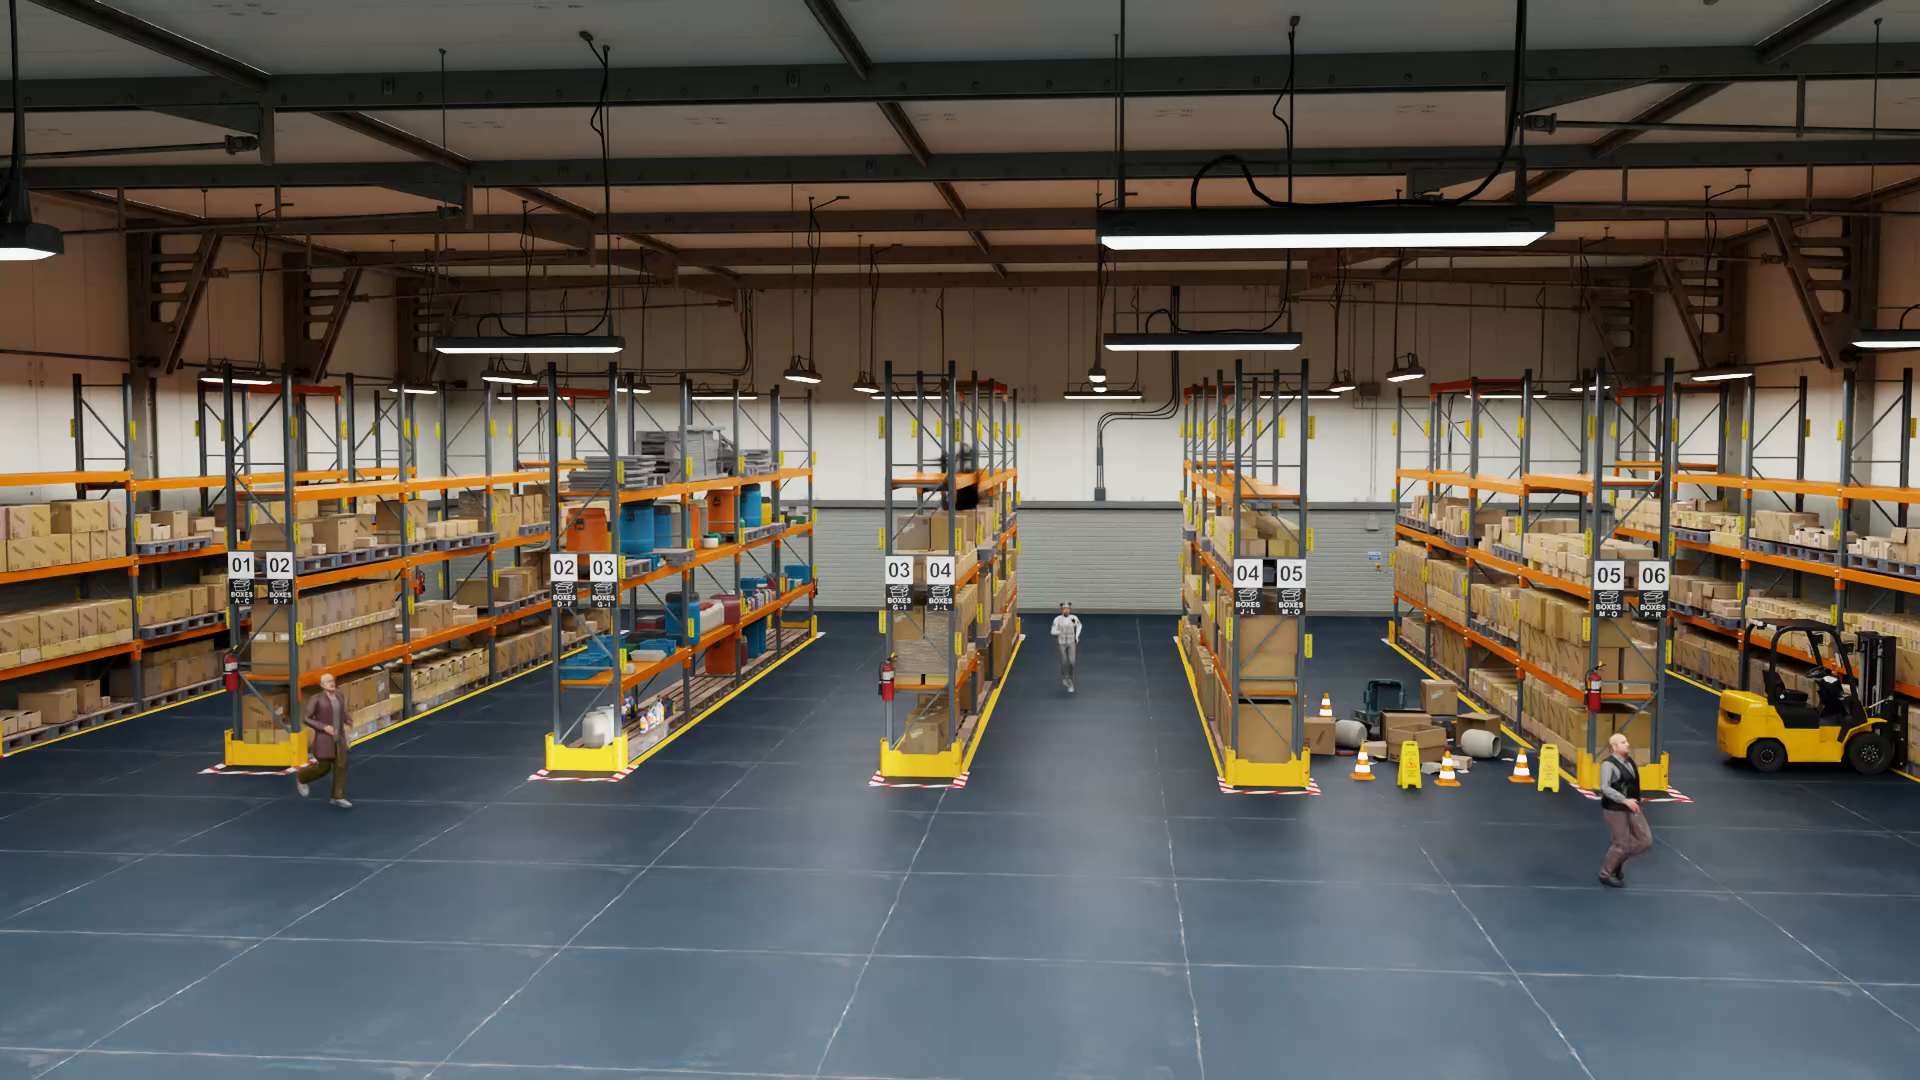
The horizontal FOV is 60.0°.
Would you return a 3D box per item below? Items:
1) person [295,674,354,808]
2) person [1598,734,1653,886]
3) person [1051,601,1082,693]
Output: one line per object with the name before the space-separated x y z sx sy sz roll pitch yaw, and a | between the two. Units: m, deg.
person | -8.451 2.671 22.254 0.855 1.778 0.718 2 4 32
person | 7.285 2.963 18.231 0.672 1.680 0.542 -3 5 -38
person | 2.055 2.047 32.141 0.598 1.753 0.777 0 4 3
